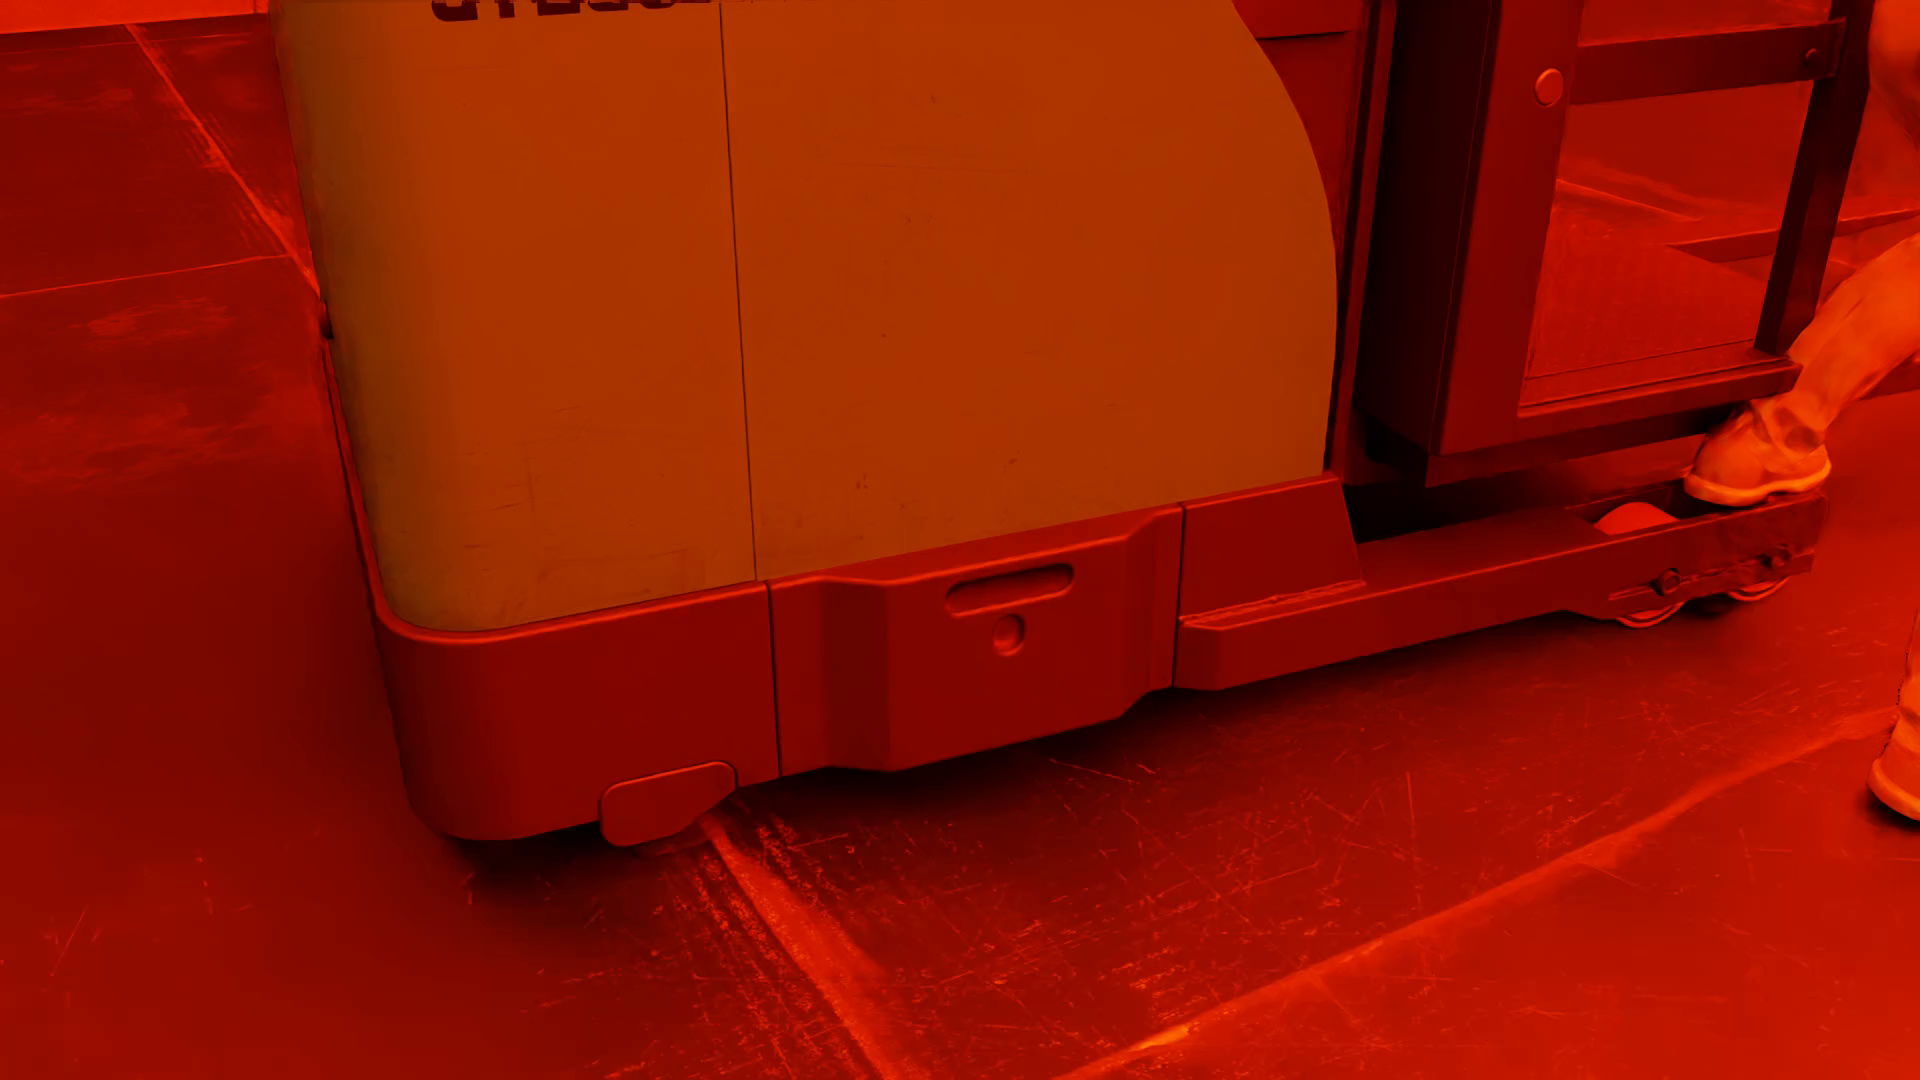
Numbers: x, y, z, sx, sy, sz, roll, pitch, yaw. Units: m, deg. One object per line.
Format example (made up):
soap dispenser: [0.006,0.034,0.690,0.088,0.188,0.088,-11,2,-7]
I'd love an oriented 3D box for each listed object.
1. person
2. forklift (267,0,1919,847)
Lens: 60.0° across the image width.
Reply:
person: [1.205,-0.529,1.783,0.424,1.636,0.856,-2,27,-4]
forklift: [0.650,-1.397,2.015,3.031,2.935,1.130,-11,29,-20]
